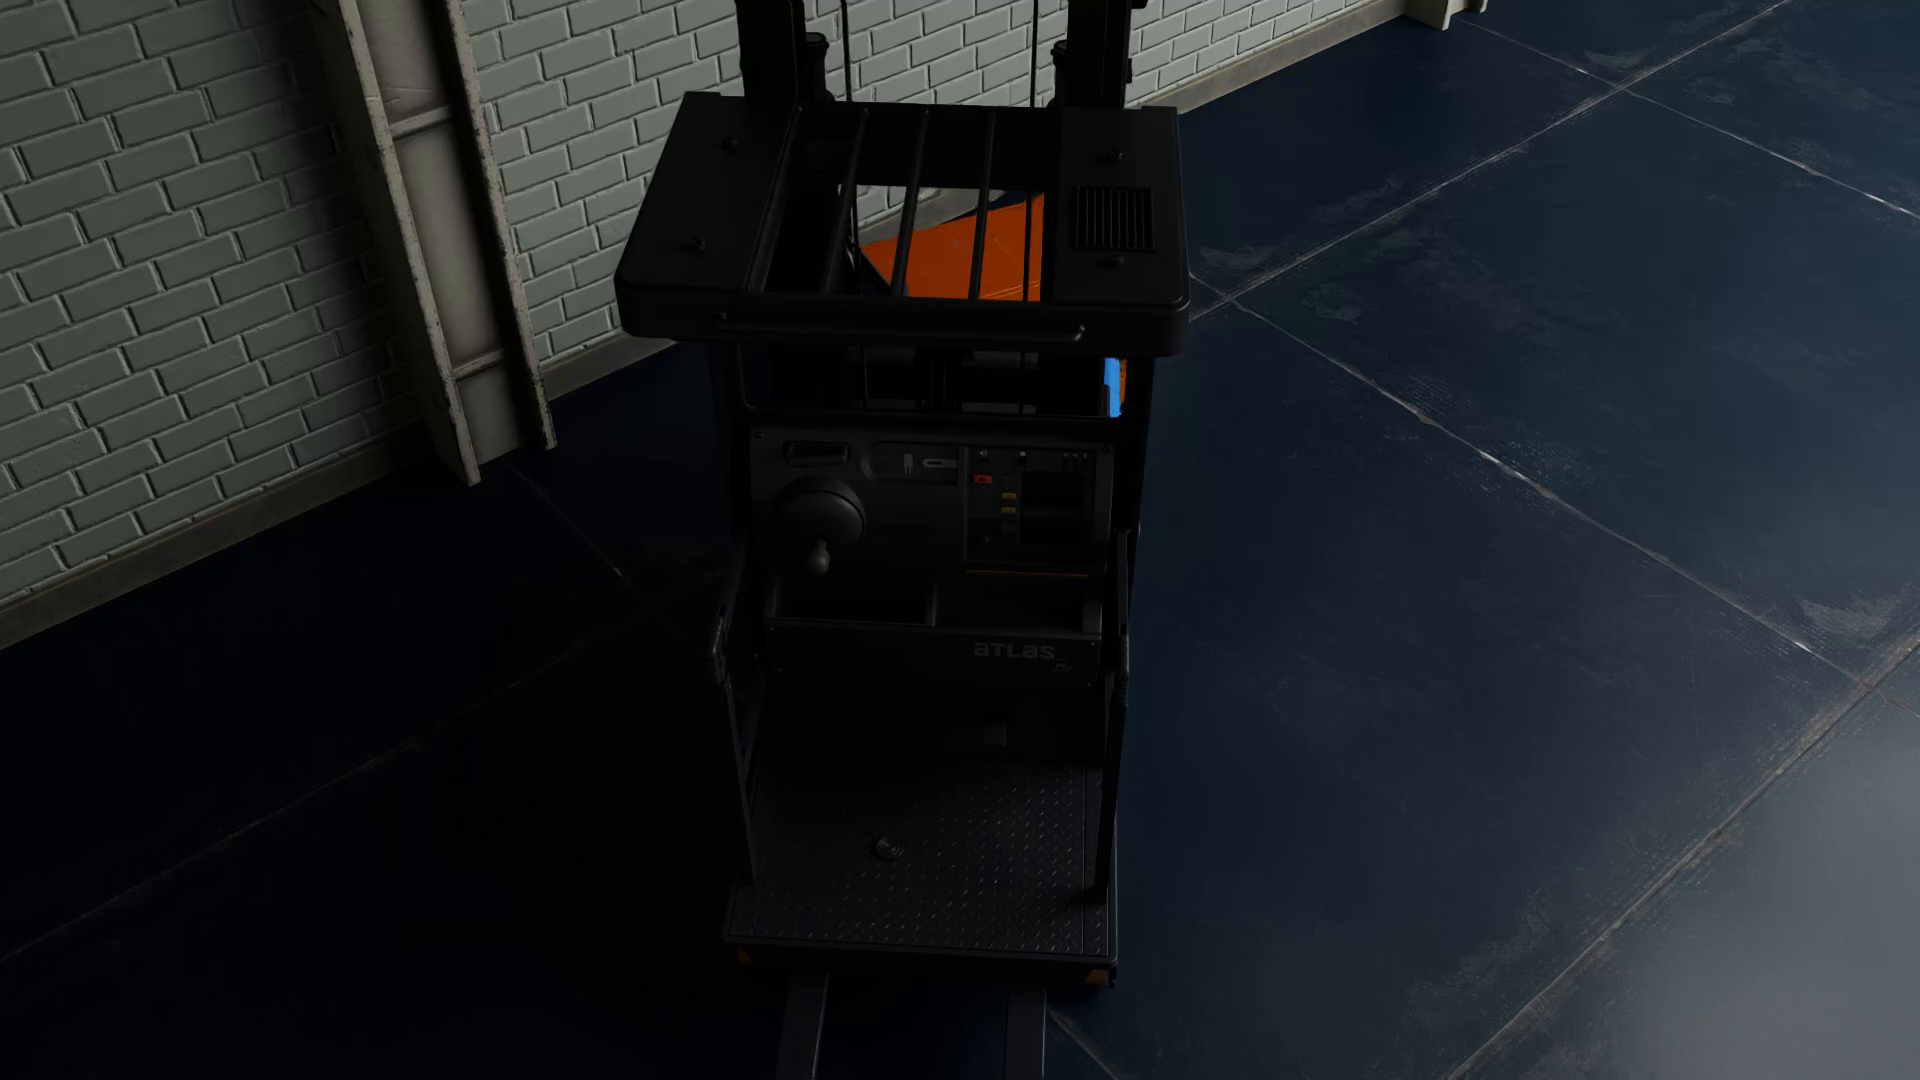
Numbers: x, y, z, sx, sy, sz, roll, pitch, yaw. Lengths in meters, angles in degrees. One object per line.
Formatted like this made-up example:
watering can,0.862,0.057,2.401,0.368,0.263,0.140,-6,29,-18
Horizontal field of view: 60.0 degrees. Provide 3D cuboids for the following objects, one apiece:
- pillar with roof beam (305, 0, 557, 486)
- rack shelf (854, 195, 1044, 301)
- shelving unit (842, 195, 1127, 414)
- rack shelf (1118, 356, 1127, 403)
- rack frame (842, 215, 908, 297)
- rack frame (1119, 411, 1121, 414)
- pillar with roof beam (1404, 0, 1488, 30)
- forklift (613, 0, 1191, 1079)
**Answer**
pillar with roof beam,0.902,-1.393,1.160,0.400,9.000,9.100,-30,51,-28
rack shelf,0.159,-0.953,6.016,1.000,0.278,0.538,-19,46,-19
shelving unit,0.159,-0.740,6.216,1.048,1.125,0.538,-19,46,-19
rack shelf,0.159,-0.561,6.383,1.000,0.278,0.538,-19,46,-19
rack frame,-0.296,-0.585,6.051,0.032,1.125,0.500,-19,46,-19
rack frame,0.614,-0.895,6.381,0.032,1.125,0.500,-19,46,-19
pillar with roof beam,5.505,-4.029,3.966,0.400,9.000,9.100,-30,51,-28
forklift,-0.086,-0.010,4.119,1.130,2.935,3.031,3,43,3
